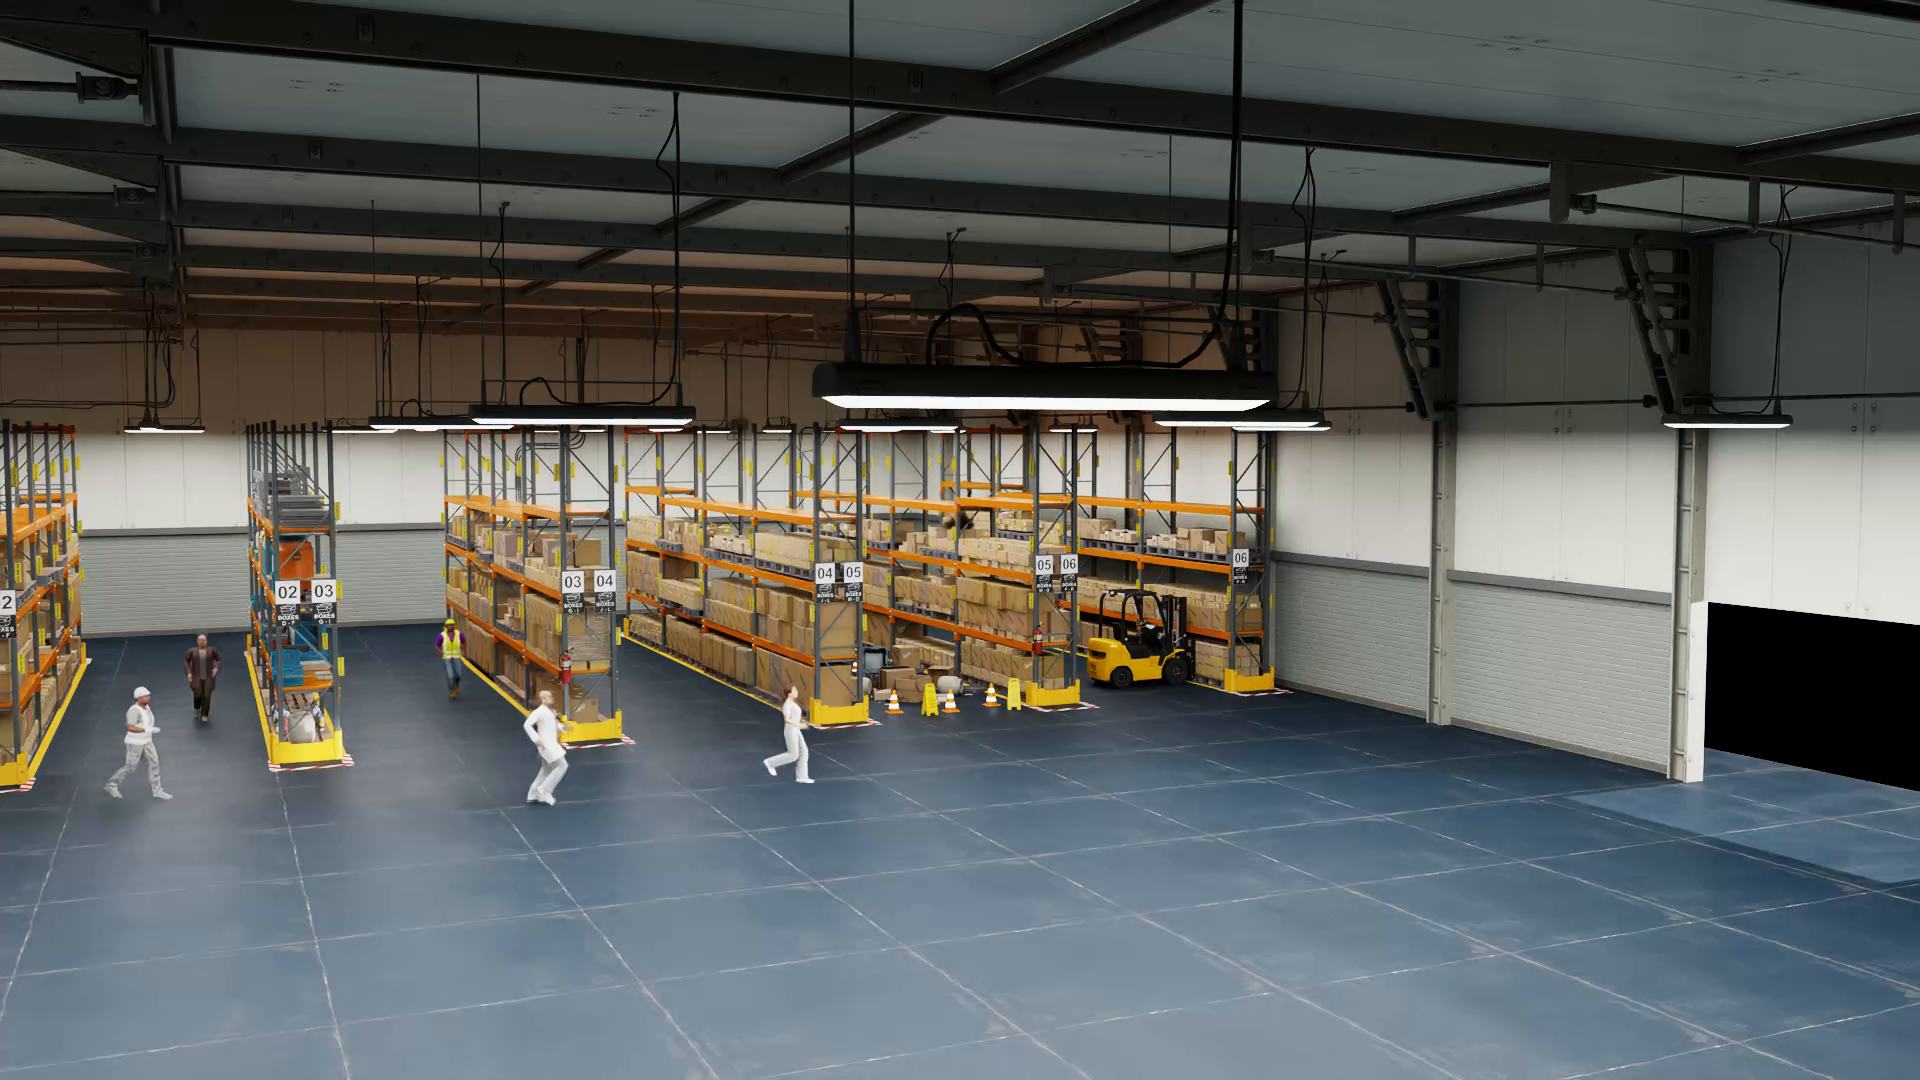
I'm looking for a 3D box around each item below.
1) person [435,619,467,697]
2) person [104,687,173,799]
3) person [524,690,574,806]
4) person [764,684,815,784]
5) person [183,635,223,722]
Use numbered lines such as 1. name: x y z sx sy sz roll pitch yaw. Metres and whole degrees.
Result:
1. person: -11.097 2.584 36.326 0.674 1.721 0.569 -2 4 -24
2. person: -12.875 3.185 26.010 0.991 1.782 0.643 0 4 1
3. person: -6.374 3.224 25.842 0.748 1.783 0.683 0 4 -2
4. person: -2.806 3.191 27.385 0.828 1.653 0.574 0 4 3
5. person: -15.169 2.770 33.349 0.726 1.747 0.633 -2 4 -27
